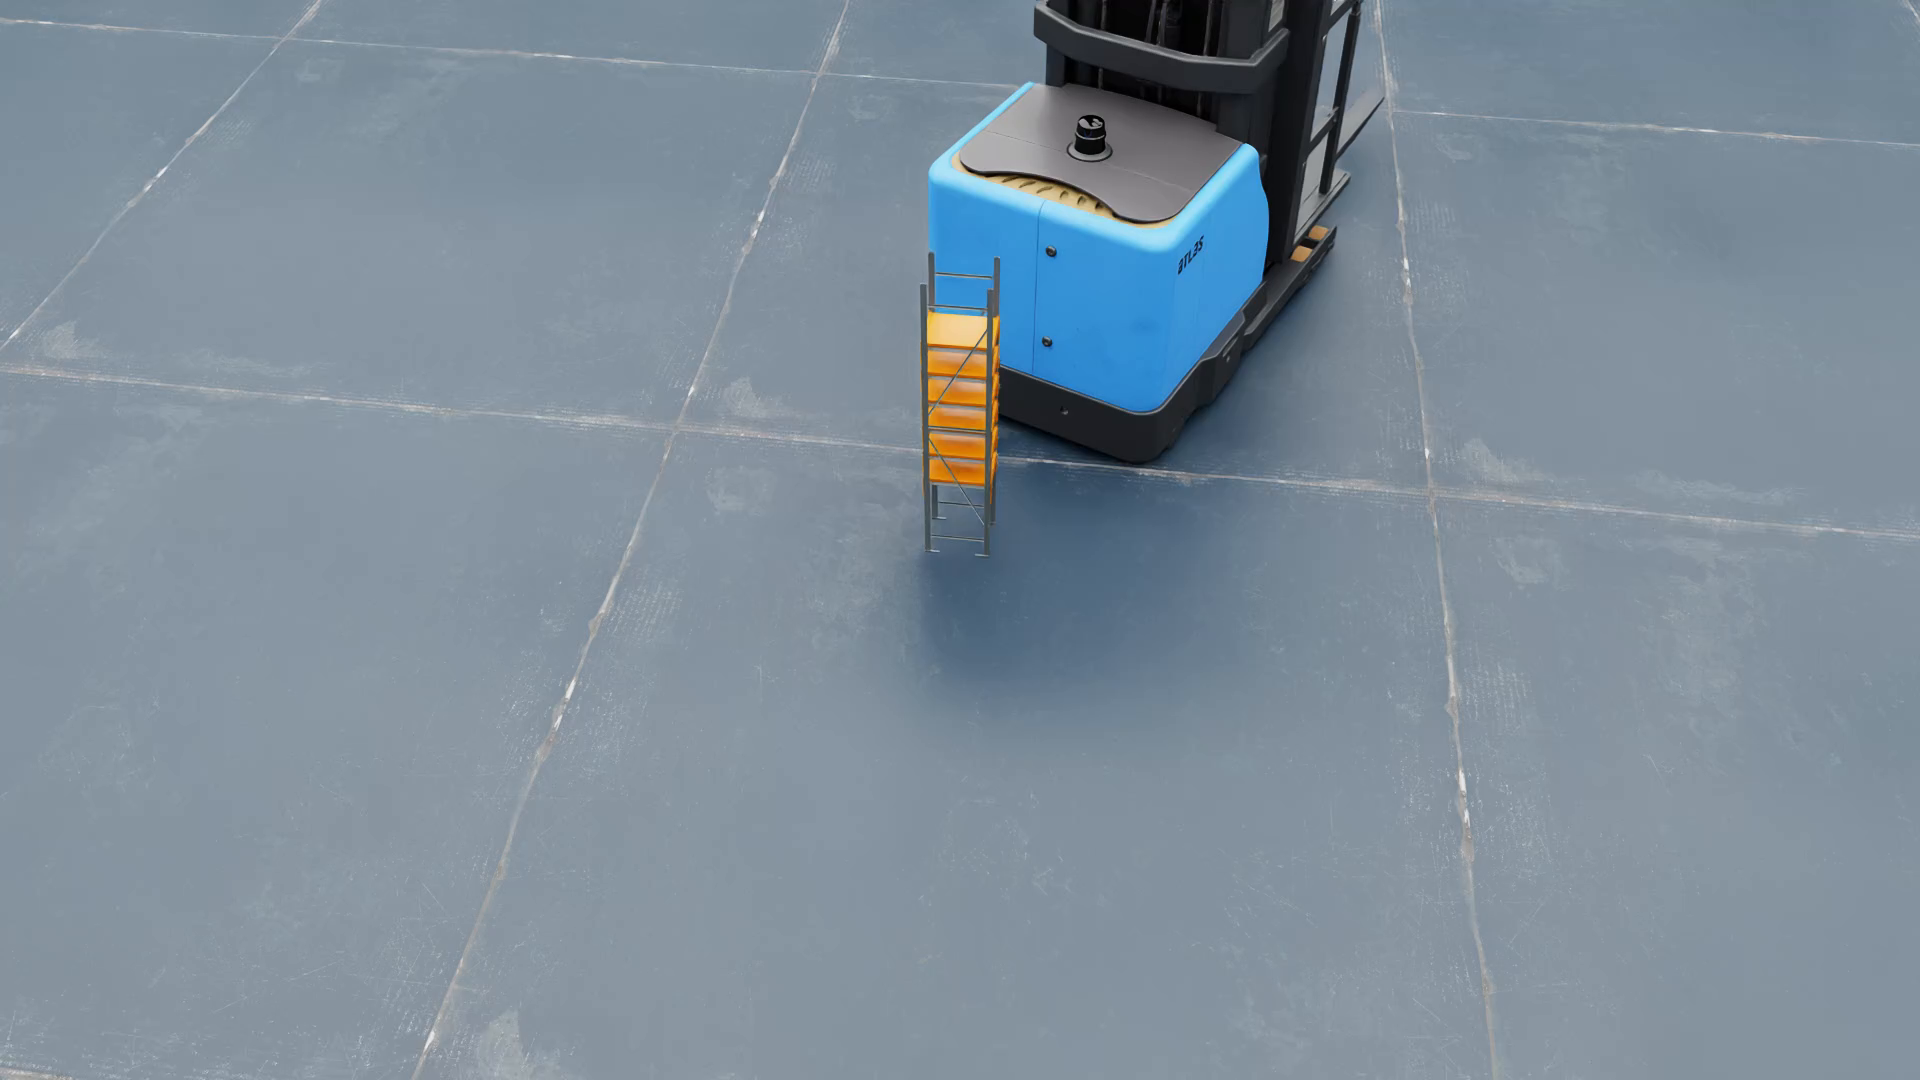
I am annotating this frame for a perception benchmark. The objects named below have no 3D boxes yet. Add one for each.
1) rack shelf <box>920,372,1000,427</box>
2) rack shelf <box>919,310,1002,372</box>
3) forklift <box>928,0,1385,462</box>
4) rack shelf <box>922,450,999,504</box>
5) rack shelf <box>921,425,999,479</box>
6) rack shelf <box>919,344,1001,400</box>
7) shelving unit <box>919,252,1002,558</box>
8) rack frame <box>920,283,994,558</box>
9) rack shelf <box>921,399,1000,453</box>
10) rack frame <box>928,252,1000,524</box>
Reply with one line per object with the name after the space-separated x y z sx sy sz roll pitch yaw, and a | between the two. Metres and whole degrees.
0.002 -0.500 5.796 0.258 0.103 0.180 5 44 6 | rack shelf
0.002 -0.675 5.631 0.258 0.103 0.180 5 44 6 | rack shelf
1.053 -2.364 6.615 1.130 2.935 3.031 22 48 22 | forklift
0.002 -0.239 6.043 0.258 0.103 0.180 5 44 6 | rack shelf
0.002 -0.326 5.961 0.258 0.103 0.180 5 44 6 | rack shelf
0.002 -0.588 5.713 0.258 0.103 0.180 5 44 6 | rack shelf
0.002 -0.446 5.848 0.258 1.200 0.189 5 44 6 | shelving unit
-0.010 -0.383 5.782 0.240 1.200 0.006 5 44 6 | rack frame
0.002 -0.413 5.878 0.258 0.103 0.180 5 44 6 | rack shelf
0.014 -0.508 5.914 0.240 1.200 0.006 5 44 6 | rack frame
